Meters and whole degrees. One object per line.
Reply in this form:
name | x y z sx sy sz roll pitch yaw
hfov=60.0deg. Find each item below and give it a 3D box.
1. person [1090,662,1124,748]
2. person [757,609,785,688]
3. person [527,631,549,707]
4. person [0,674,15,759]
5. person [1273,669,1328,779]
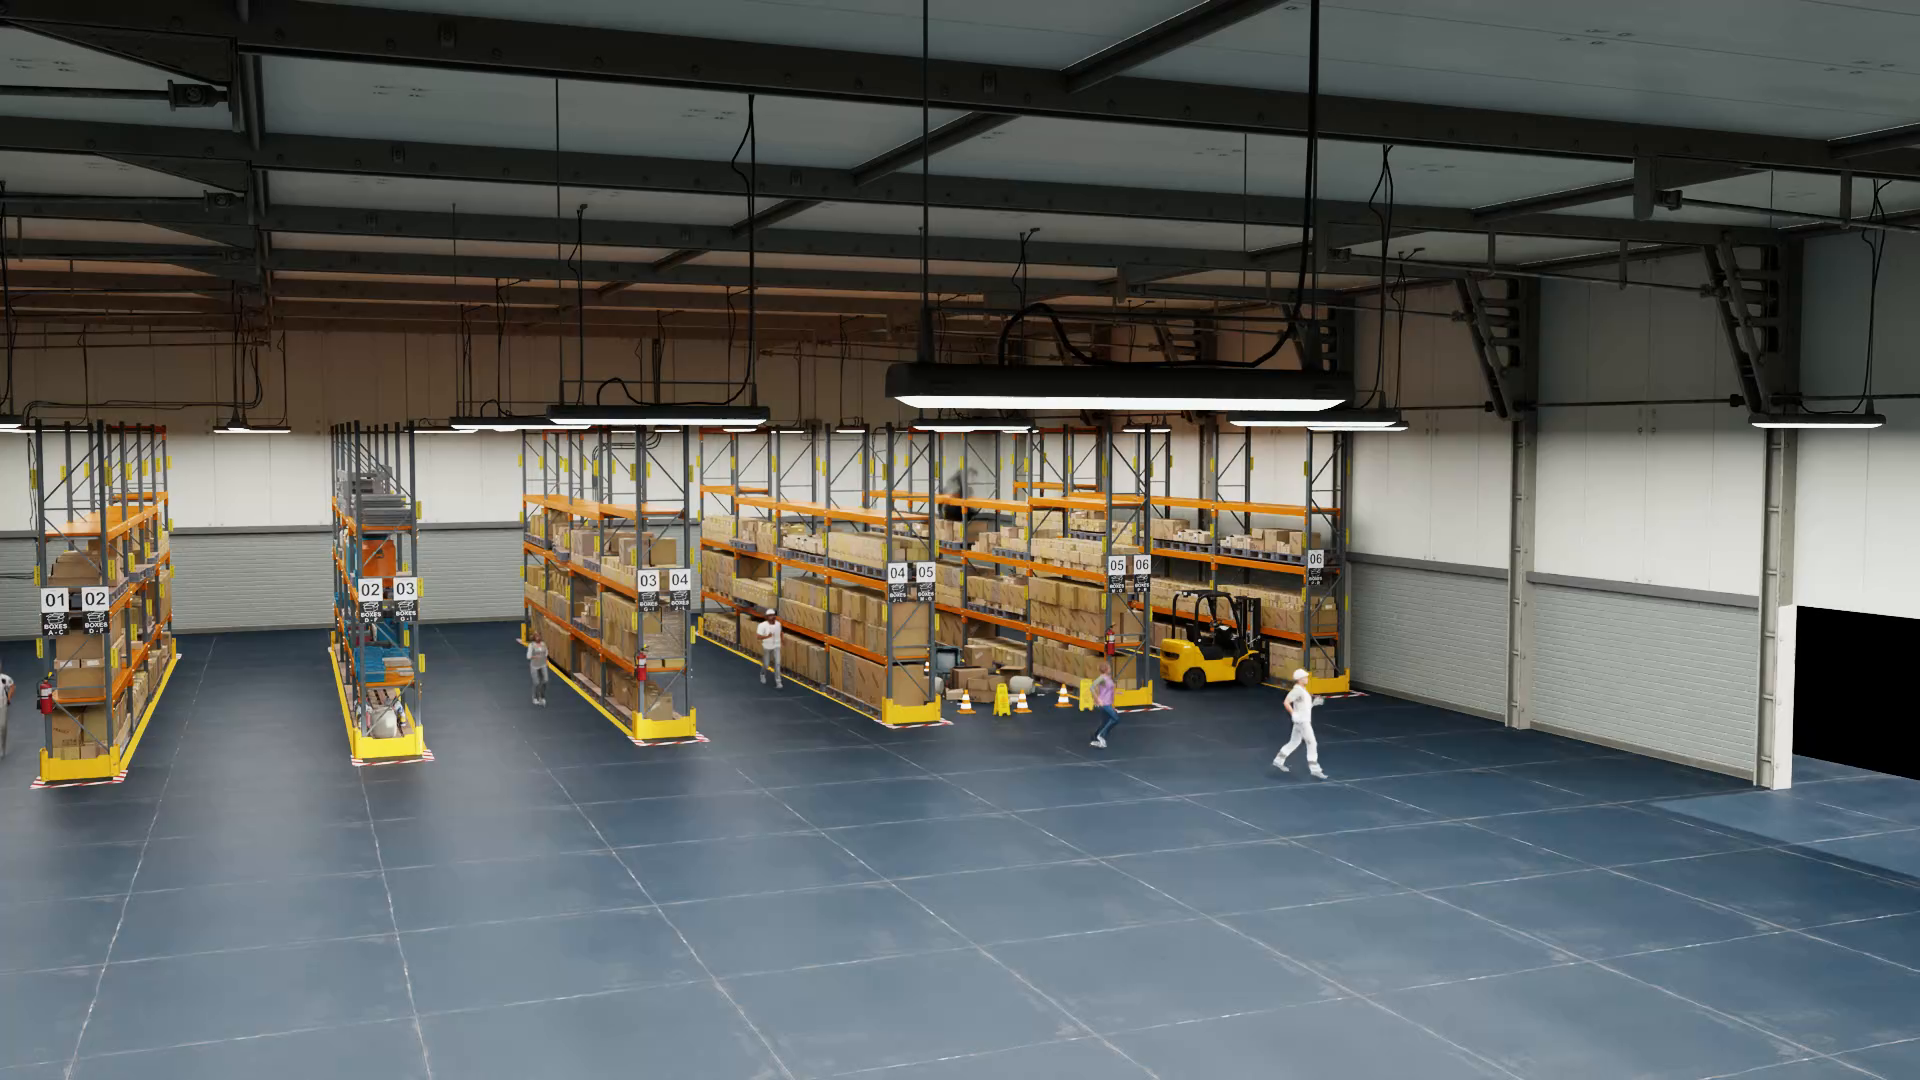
person | 2.684 3.017 30.399 0.639 1.567 0.516 1 4 20
person | -4.290 2.449 37.811 0.697 1.758 0.977 -2 4 -25
person | -8.903 2.727 35.176 0.517 1.608 0.639 -2 4 -31
person | -17.240 3.009 29.716 0.597 1.685 0.854 -2 4 -26
person | 5.701 3.063 27.816 0.925 1.810 0.655 1 4 11
